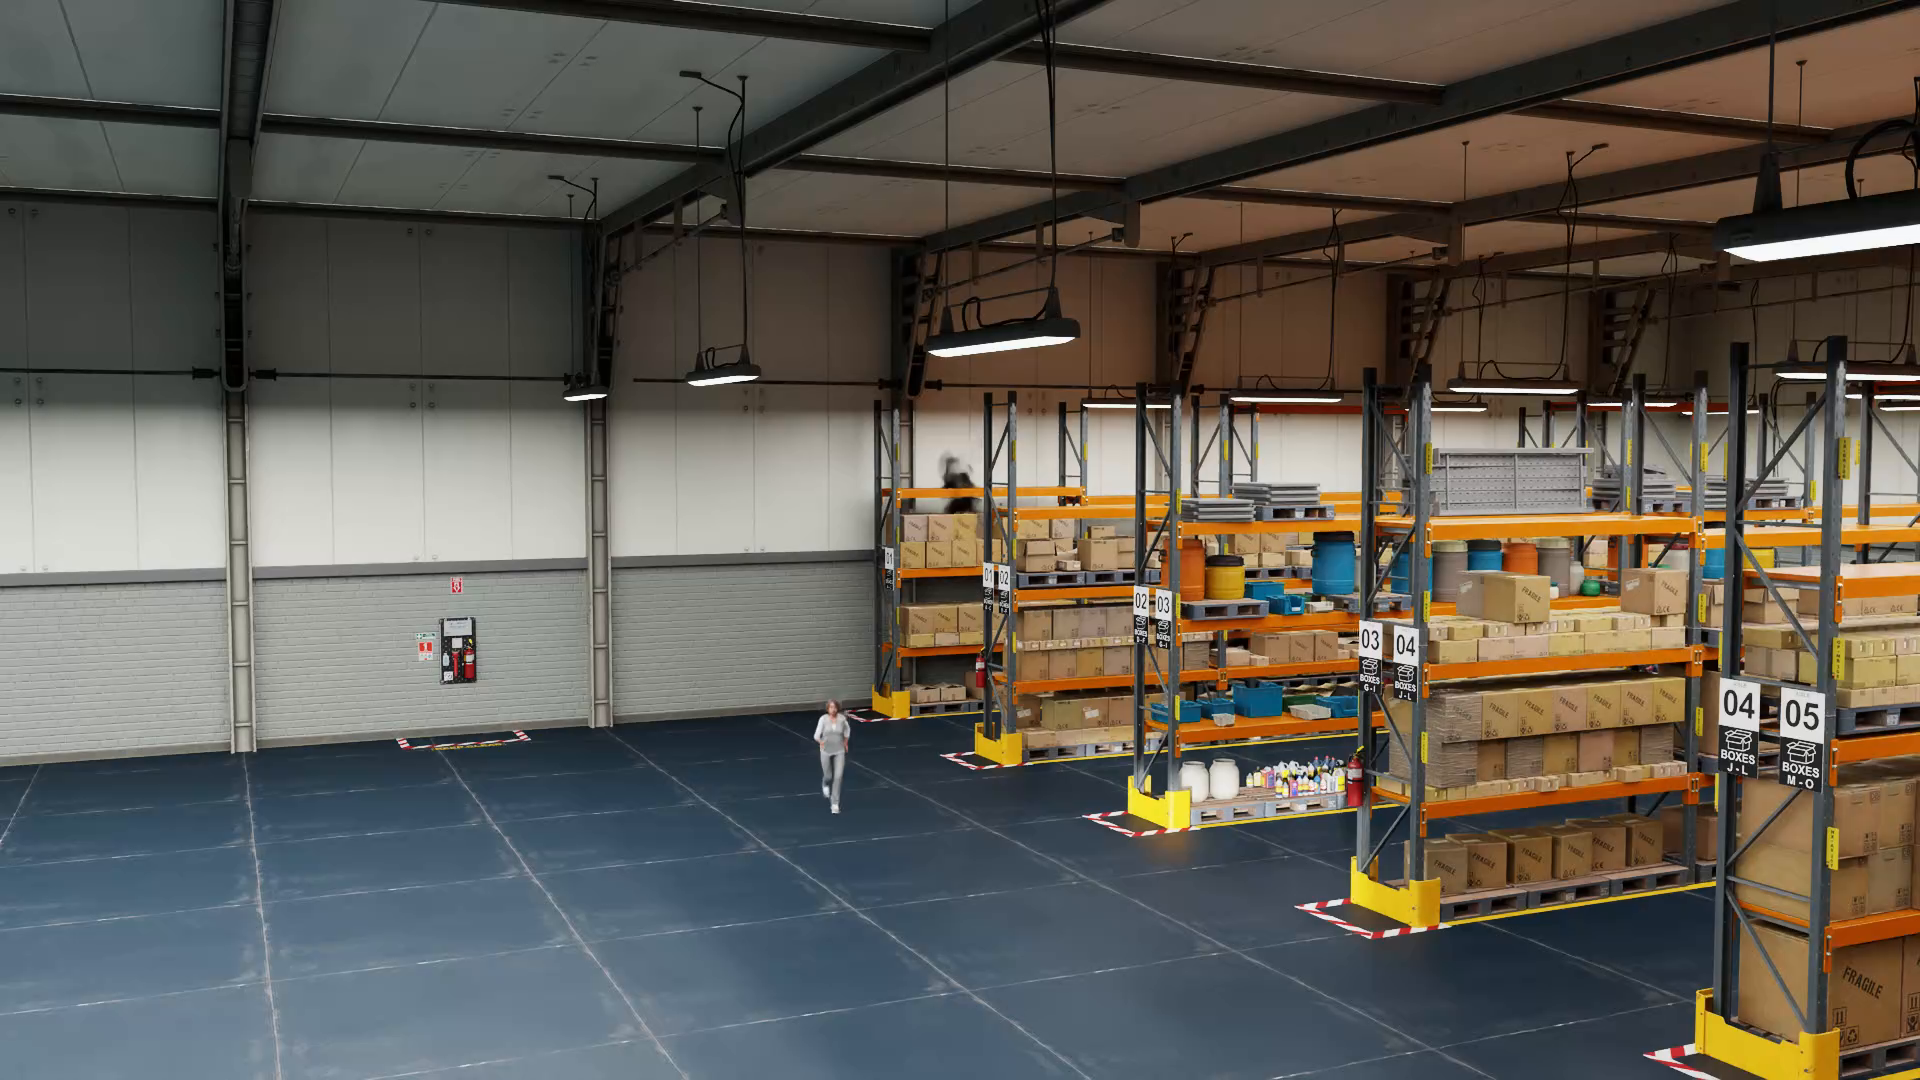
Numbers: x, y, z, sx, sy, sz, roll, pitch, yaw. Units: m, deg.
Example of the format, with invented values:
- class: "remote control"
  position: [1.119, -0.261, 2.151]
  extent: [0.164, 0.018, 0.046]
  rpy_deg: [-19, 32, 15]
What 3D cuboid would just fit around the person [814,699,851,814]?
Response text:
- class: "person"
  position: [-1.800, 3.010, 23.468]
  extent: [0.525, 1.582, 0.822]
  rpy_deg: [-1, 3, -10]
